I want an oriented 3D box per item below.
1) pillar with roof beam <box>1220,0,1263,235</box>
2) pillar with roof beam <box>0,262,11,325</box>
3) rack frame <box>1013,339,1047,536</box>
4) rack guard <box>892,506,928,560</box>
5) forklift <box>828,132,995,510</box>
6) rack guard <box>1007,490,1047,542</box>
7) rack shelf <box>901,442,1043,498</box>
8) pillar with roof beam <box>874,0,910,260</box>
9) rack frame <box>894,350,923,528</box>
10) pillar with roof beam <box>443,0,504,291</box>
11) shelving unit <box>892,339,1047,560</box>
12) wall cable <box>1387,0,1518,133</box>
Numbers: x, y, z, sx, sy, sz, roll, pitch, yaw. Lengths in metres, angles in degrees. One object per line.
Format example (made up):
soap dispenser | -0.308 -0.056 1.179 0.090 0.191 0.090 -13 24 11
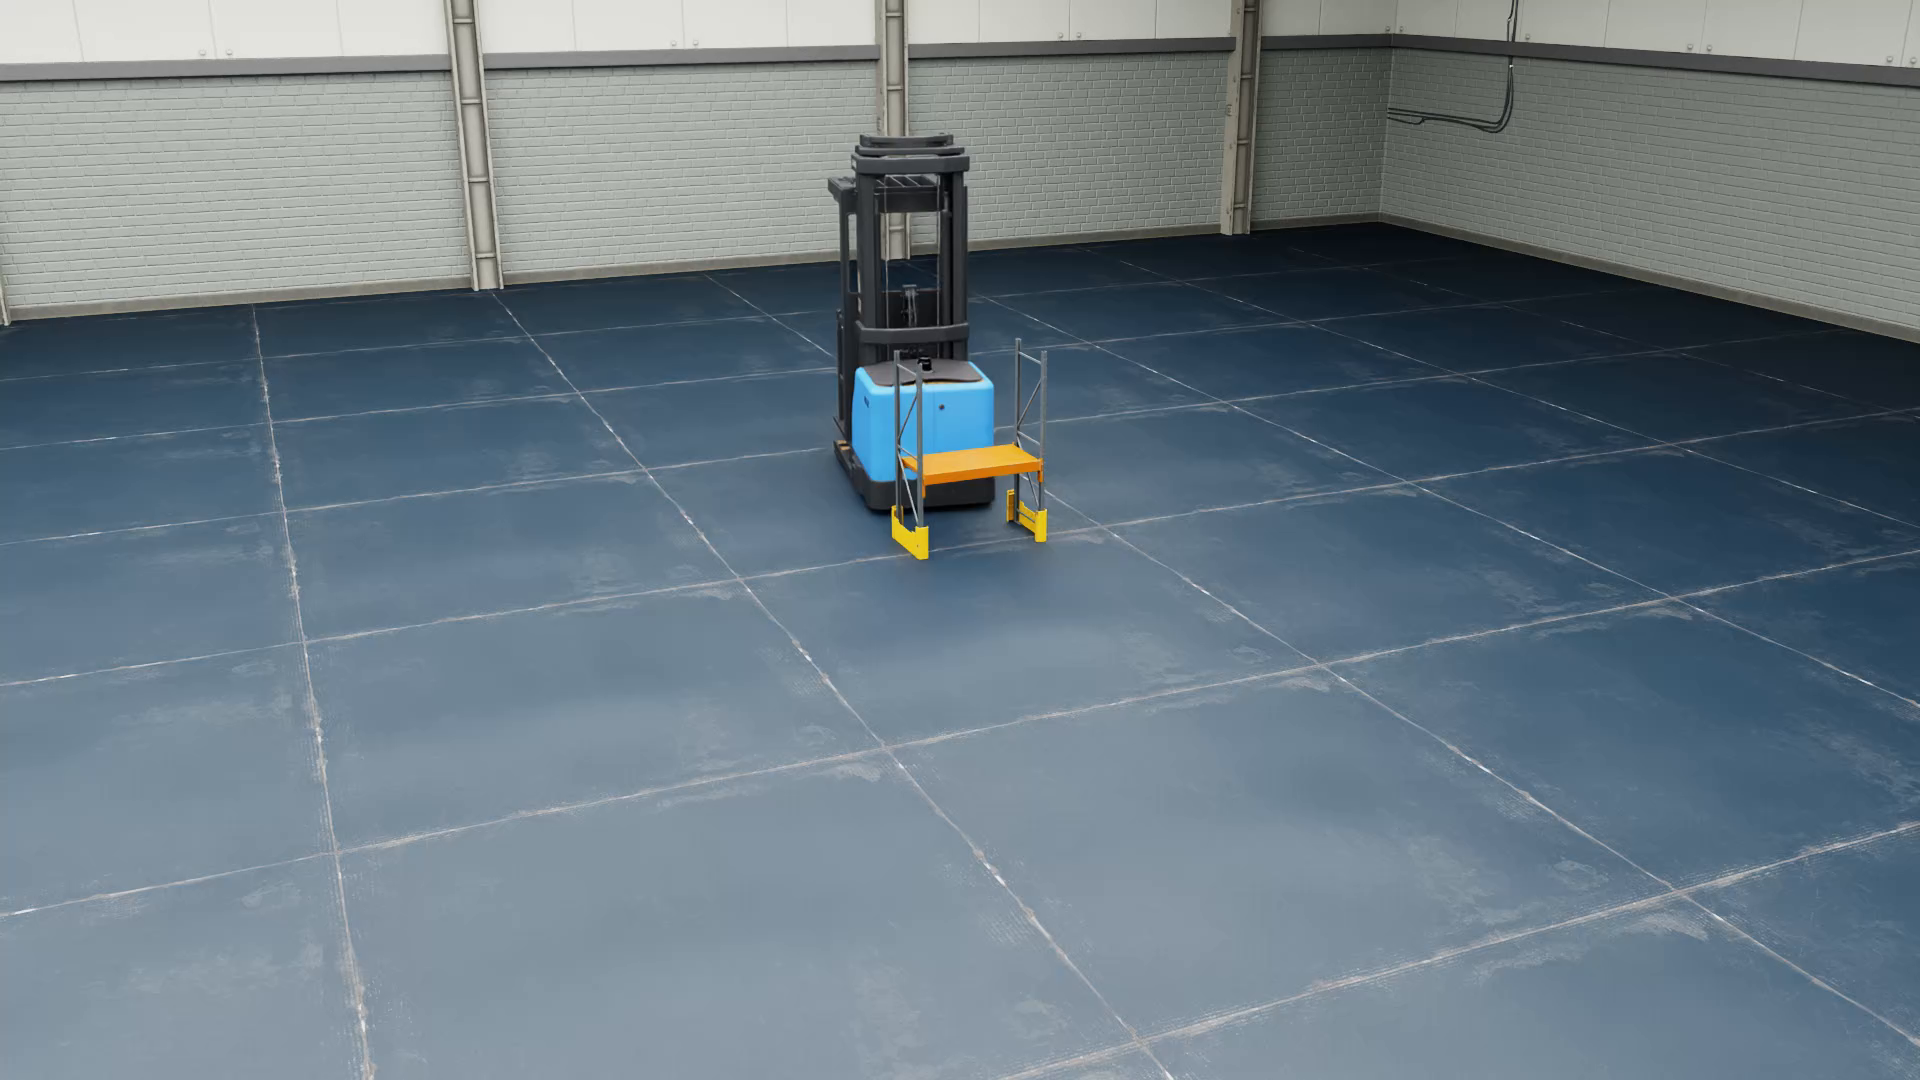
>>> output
pillar with roof beam | 6.224 -7.981 22.138 0.400 9.000 9.100 -8 21 -22
pillar with roof beam | -10.303 -5.613 15.413 0.400 9.000 9.100 -8 21 -22
rack frame | 0.545 -0.786 12.995 0.032 1.500 0.500 -8 21 -22
rack guard | -0.387 -0.062 12.823 0.087 0.250 0.587 -8 21 -22
forklift | -0.529 -2.079 14.515 1.130 2.935 3.031 -4 20 -12
rack guard | 0.527 -0.193 13.195 0.087 0.250 0.587 -8 21 -22
rack shelf | 0.078 -0.549 12.865 1.000 0.185 0.538 -8 21 -22
pillar with roof beam | 0.715 -7.191 19.897 0.400 9.000 9.100 -8 21 -22
rack frame | -0.388 -0.652 12.615 0.032 1.500 0.500 -8 21 -22
pillar with roof beam | -4.794 -6.402 17.655 0.400 9.000 9.100 -8 21 -22
shelving unit | 0.070 -0.717 12.801 1.083 1.500 0.587 -8 21 -22
wall cable | 7.748 -7.813 26.338 0.112 2.526 3.097 -8 21 -22
